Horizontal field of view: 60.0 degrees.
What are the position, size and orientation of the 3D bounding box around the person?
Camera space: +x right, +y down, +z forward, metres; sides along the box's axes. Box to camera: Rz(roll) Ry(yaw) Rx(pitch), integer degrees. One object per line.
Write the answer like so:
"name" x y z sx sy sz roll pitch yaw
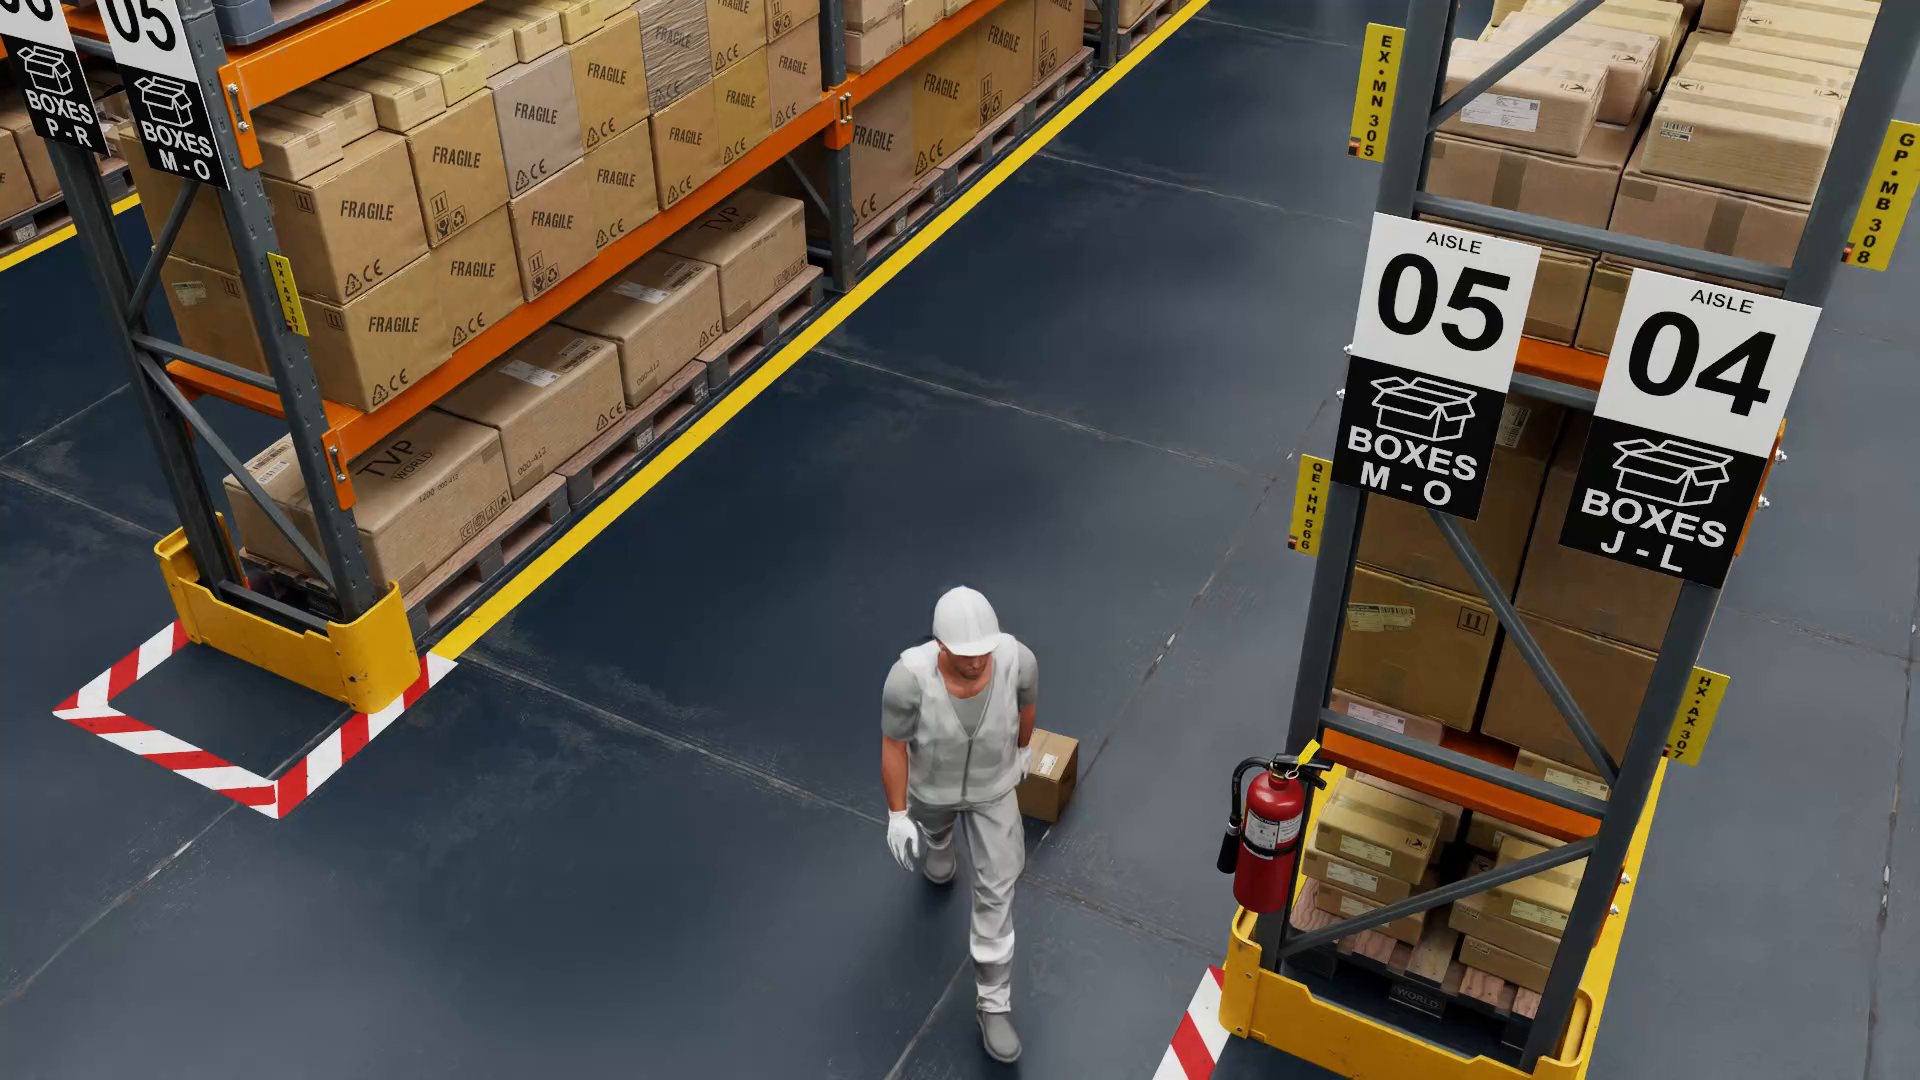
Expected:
"person" 0.005 0.840 5.638 0.541 1.713 1.146 -3 38 -4
